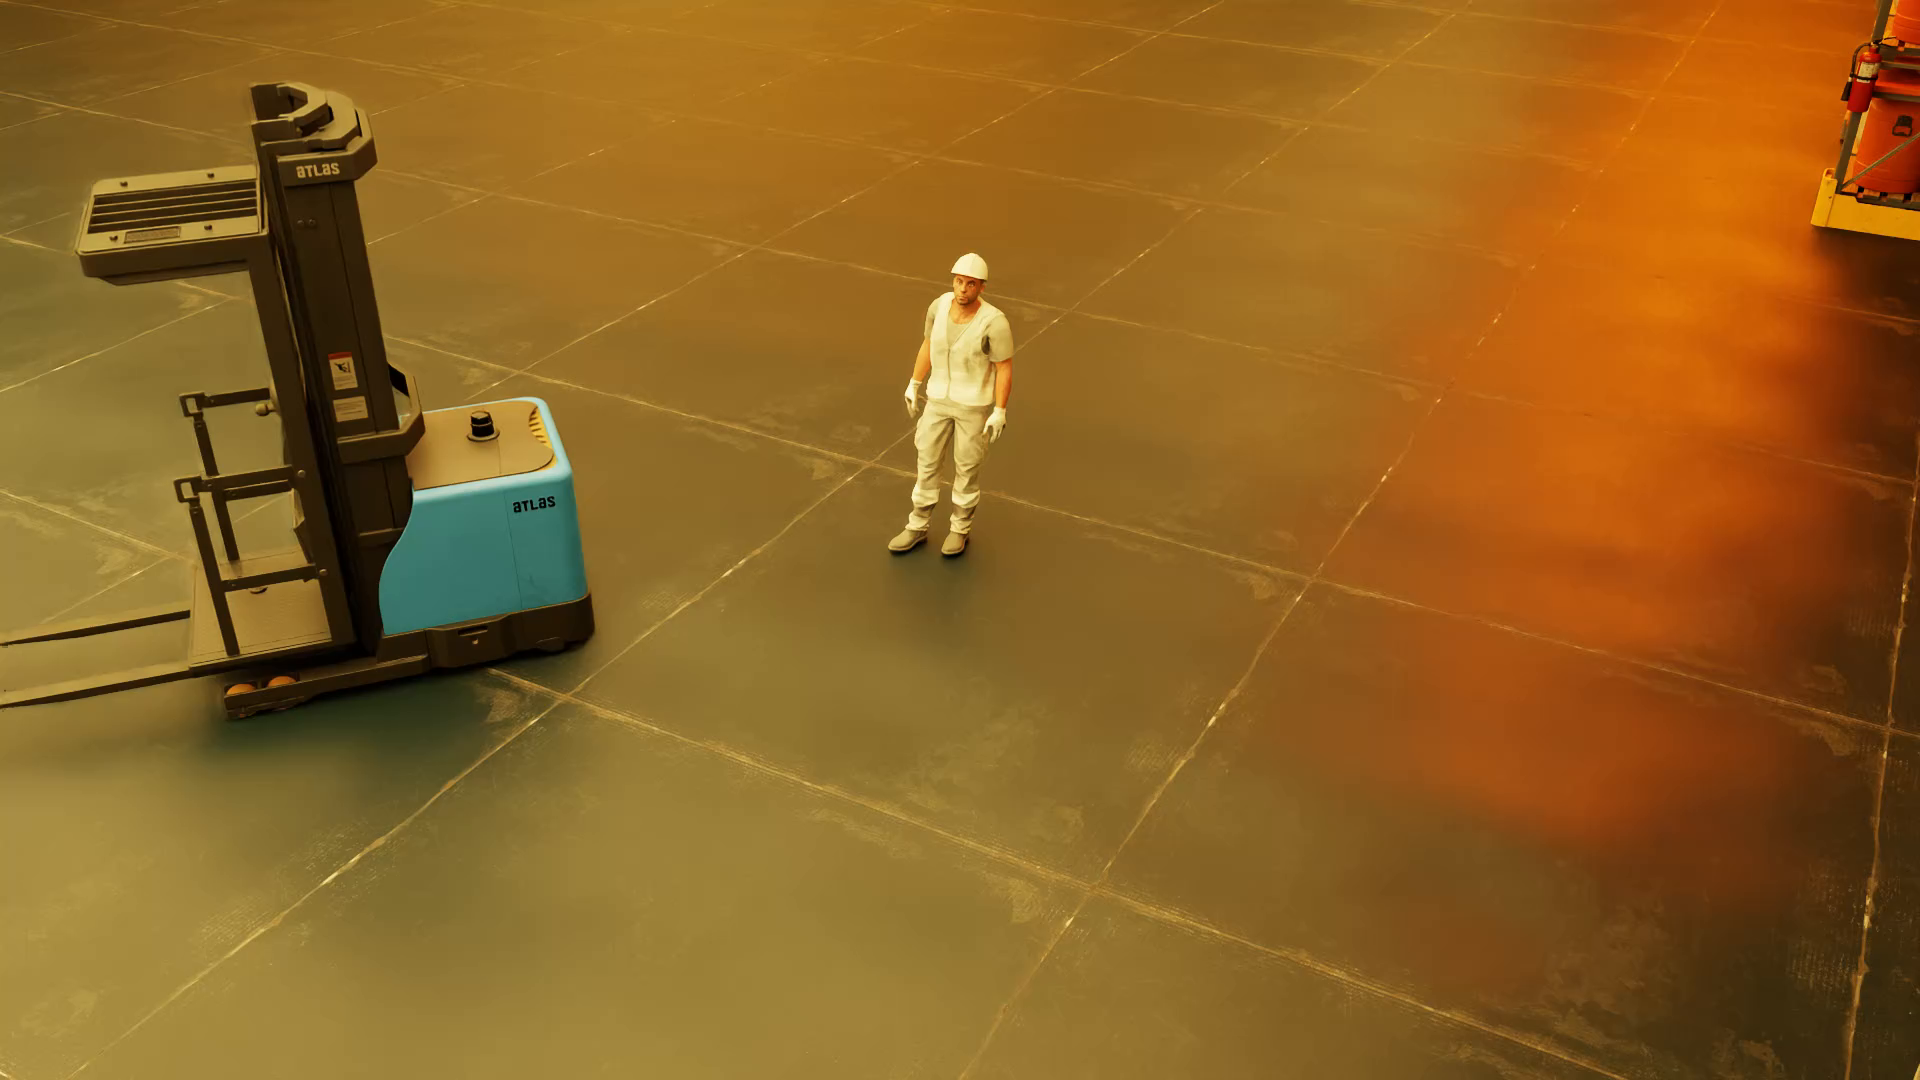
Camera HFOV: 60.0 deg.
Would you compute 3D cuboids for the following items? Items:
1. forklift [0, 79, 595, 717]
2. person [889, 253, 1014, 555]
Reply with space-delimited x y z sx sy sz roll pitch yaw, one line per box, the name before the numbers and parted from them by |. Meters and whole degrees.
forklift | -3.552 -0.668 8.228 3.031 2.935 1.130 -11 32 -18
person | -0.048 -0.748 9.495 0.638 1.789 0.562 15 33 25
